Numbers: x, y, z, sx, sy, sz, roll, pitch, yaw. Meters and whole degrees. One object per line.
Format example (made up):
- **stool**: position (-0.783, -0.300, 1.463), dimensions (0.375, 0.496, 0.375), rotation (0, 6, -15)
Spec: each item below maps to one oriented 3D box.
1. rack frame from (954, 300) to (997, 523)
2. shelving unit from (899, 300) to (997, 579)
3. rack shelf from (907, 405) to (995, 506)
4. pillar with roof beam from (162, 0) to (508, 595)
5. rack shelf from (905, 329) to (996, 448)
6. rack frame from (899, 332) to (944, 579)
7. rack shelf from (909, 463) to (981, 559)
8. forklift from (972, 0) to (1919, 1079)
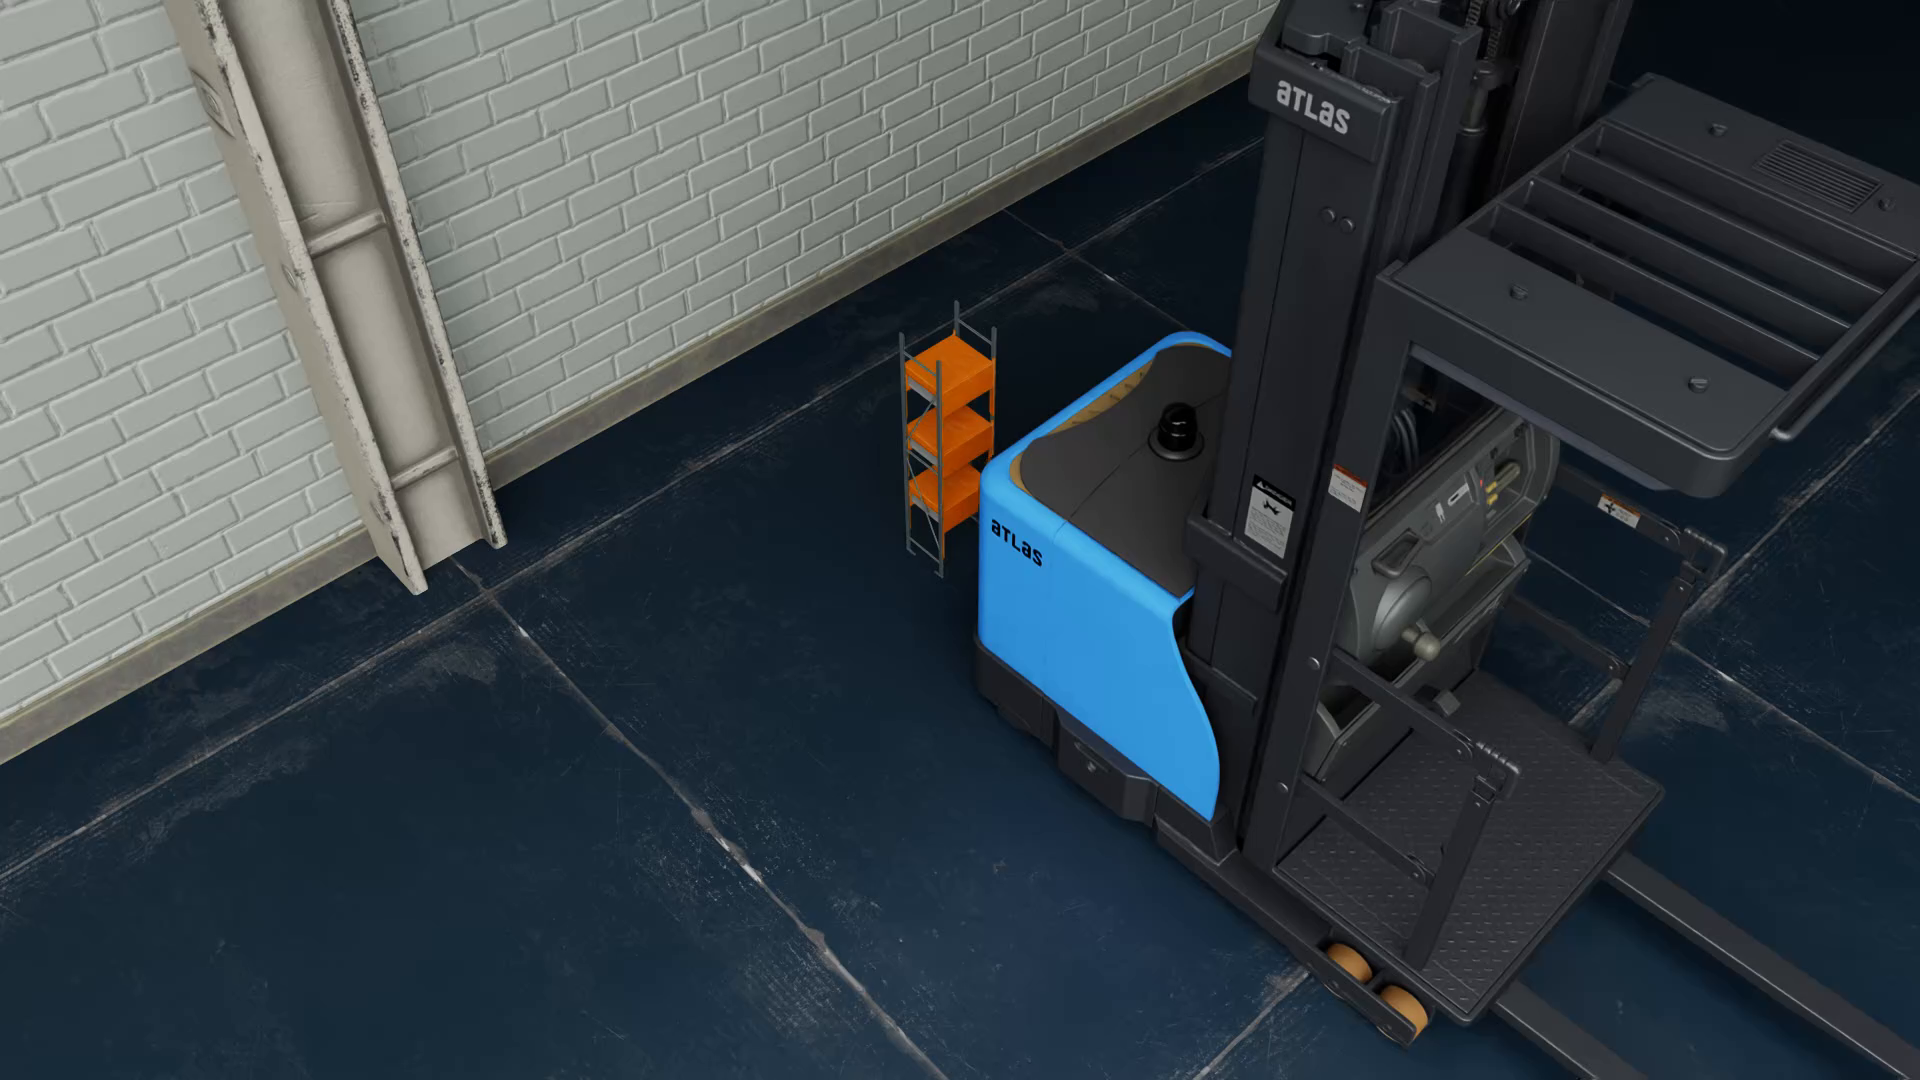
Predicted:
- **rack frame**: position (0.051, -0.390, 5.895), dimensions (0.008, 1.050, 0.200), rotation (-34, 56, -27)
- **shelving unit**: position (-0.040, -0.330, 5.840), dimensions (0.252, 1.050, 0.215), rotation (-34, 56, -27)
- **rack shelf**: position (-0.040, -0.322, 5.848), dimensions (0.240, 0.259, 0.215), rotation (-34, 56, -27)
- **pillar with roof beam**: position (0.953, -0.688, 0.762), dimensions (0.400, 9.000, 9.100), rotation (-34, 56, -27)
- **rack shelf**: position (-0.040, -0.515, 5.639), dimensions (0.240, 0.259, 0.215), rotation (-34, 56, -27)
- **rack frame**: position (-0.130, -0.269, 5.784), dimensions (0.008, 1.050, 0.200), rotation (-34, 56, -27)
- **rack shelf**: position (-0.040, -0.134, 6.052), dimensions (0.240, 0.259, 0.215), rotation (-34, 56, -27)
- **forklift**: position (1.438, 0.042, 4.217), dimensions (1.130, 2.935, 3.031), rotation (-36, 57, -29)
